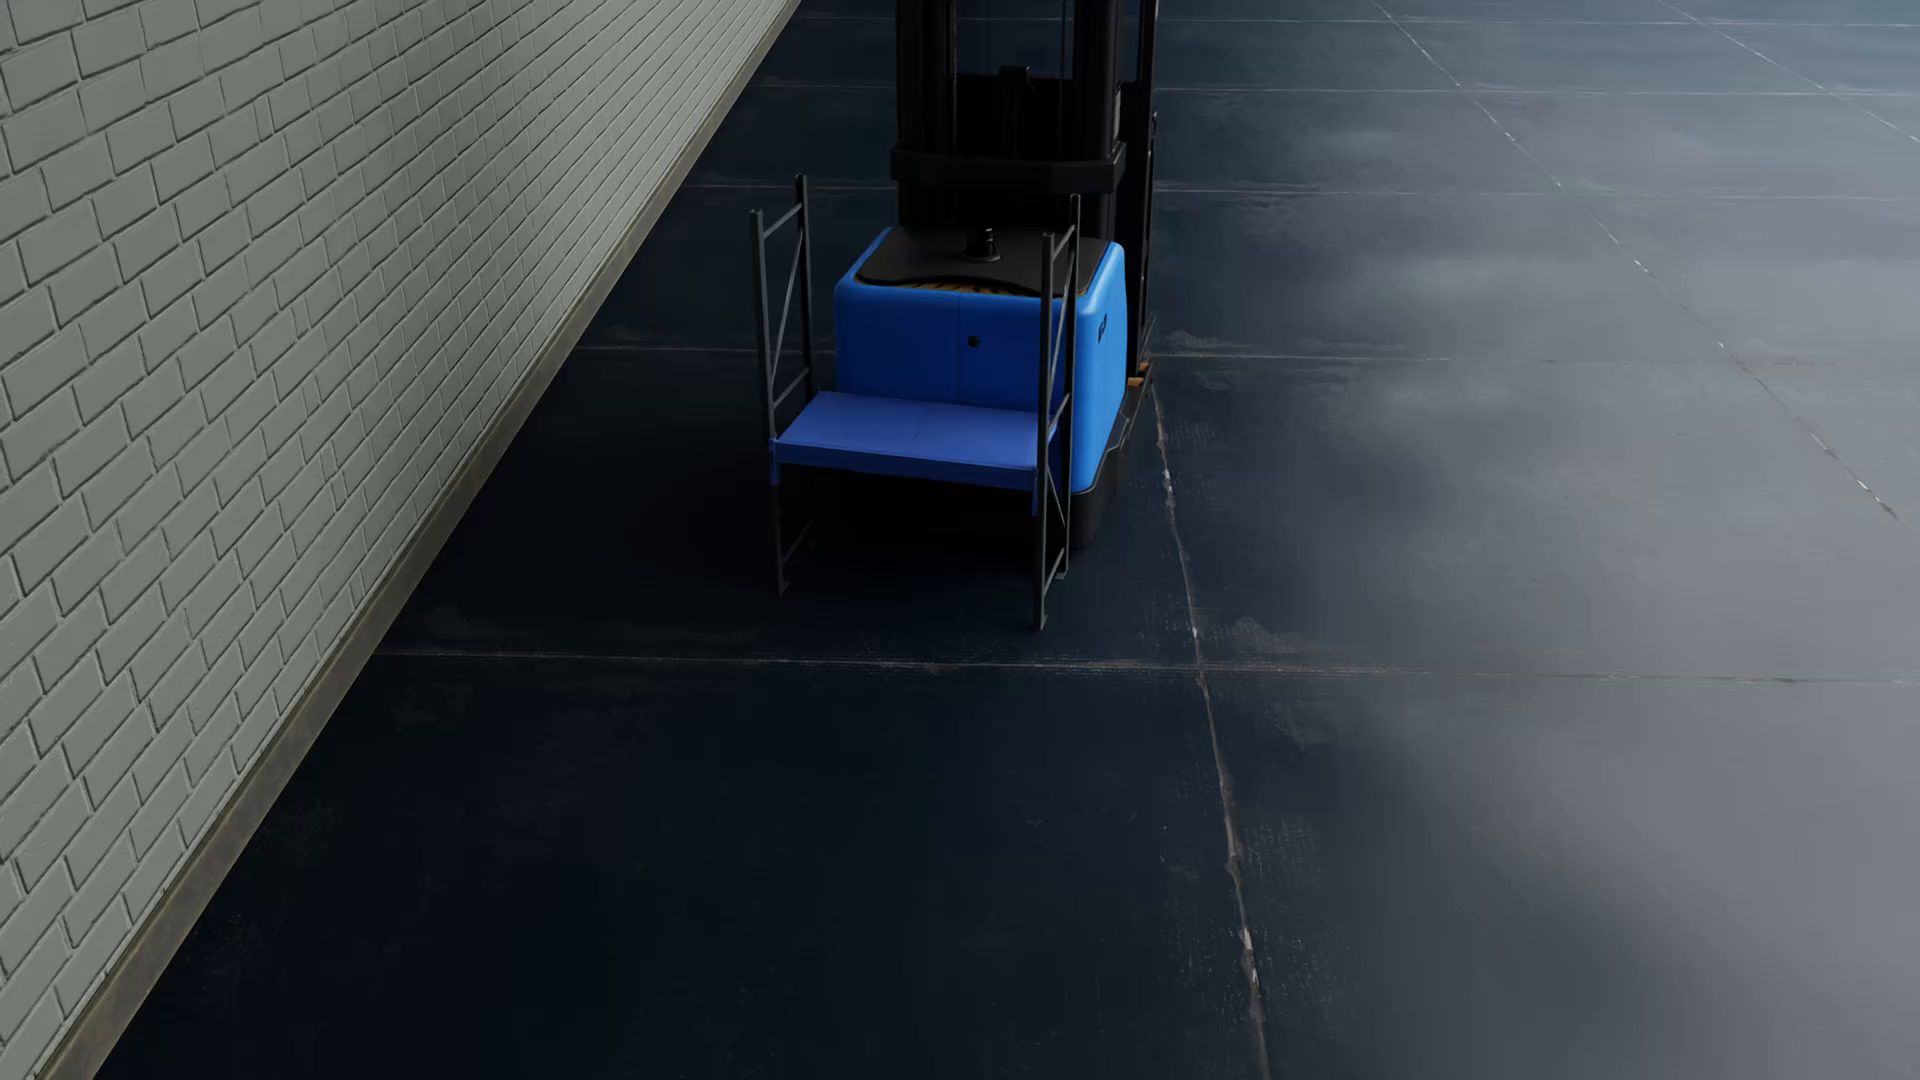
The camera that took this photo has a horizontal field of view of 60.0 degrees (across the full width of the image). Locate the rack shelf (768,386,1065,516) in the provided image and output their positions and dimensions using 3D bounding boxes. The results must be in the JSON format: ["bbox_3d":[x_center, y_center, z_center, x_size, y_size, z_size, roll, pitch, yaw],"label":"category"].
[{"bbox_3d":[-0.146,-0.341,6.176,1.000,0.185,0.538,7,29,13],"label":"rack shelf"}]

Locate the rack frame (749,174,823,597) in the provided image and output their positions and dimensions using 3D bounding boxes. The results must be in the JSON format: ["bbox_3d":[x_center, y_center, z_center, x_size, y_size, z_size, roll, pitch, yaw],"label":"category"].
[{"bbox_3d":[-0.638,-0.560,6.206,0.032,1.500,0.500,7,29,13],"label":"rack frame"}]

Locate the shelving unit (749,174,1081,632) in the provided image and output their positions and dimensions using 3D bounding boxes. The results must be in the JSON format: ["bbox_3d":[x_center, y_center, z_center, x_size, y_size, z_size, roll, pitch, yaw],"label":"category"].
[{"bbox_3d":[-0.146,-0.500,6.092,1.048,1.500,0.538,7,29,13],"label":"shelving unit"}]

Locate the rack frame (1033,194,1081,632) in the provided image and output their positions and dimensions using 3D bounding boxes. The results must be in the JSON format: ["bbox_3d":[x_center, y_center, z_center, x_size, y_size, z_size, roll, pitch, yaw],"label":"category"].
[{"bbox_3d":[0.346,-0.440,5.978,0.032,1.500,0.500,7,29,13],"label":"rack frame"}]

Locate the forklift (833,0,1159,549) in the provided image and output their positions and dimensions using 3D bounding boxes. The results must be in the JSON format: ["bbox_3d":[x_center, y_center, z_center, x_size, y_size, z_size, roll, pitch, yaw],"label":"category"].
[{"bbox_3d":[0.325,-1.931,7.264,1.130,2.935,3.031,6,29,11],"label":"forklift"}]
